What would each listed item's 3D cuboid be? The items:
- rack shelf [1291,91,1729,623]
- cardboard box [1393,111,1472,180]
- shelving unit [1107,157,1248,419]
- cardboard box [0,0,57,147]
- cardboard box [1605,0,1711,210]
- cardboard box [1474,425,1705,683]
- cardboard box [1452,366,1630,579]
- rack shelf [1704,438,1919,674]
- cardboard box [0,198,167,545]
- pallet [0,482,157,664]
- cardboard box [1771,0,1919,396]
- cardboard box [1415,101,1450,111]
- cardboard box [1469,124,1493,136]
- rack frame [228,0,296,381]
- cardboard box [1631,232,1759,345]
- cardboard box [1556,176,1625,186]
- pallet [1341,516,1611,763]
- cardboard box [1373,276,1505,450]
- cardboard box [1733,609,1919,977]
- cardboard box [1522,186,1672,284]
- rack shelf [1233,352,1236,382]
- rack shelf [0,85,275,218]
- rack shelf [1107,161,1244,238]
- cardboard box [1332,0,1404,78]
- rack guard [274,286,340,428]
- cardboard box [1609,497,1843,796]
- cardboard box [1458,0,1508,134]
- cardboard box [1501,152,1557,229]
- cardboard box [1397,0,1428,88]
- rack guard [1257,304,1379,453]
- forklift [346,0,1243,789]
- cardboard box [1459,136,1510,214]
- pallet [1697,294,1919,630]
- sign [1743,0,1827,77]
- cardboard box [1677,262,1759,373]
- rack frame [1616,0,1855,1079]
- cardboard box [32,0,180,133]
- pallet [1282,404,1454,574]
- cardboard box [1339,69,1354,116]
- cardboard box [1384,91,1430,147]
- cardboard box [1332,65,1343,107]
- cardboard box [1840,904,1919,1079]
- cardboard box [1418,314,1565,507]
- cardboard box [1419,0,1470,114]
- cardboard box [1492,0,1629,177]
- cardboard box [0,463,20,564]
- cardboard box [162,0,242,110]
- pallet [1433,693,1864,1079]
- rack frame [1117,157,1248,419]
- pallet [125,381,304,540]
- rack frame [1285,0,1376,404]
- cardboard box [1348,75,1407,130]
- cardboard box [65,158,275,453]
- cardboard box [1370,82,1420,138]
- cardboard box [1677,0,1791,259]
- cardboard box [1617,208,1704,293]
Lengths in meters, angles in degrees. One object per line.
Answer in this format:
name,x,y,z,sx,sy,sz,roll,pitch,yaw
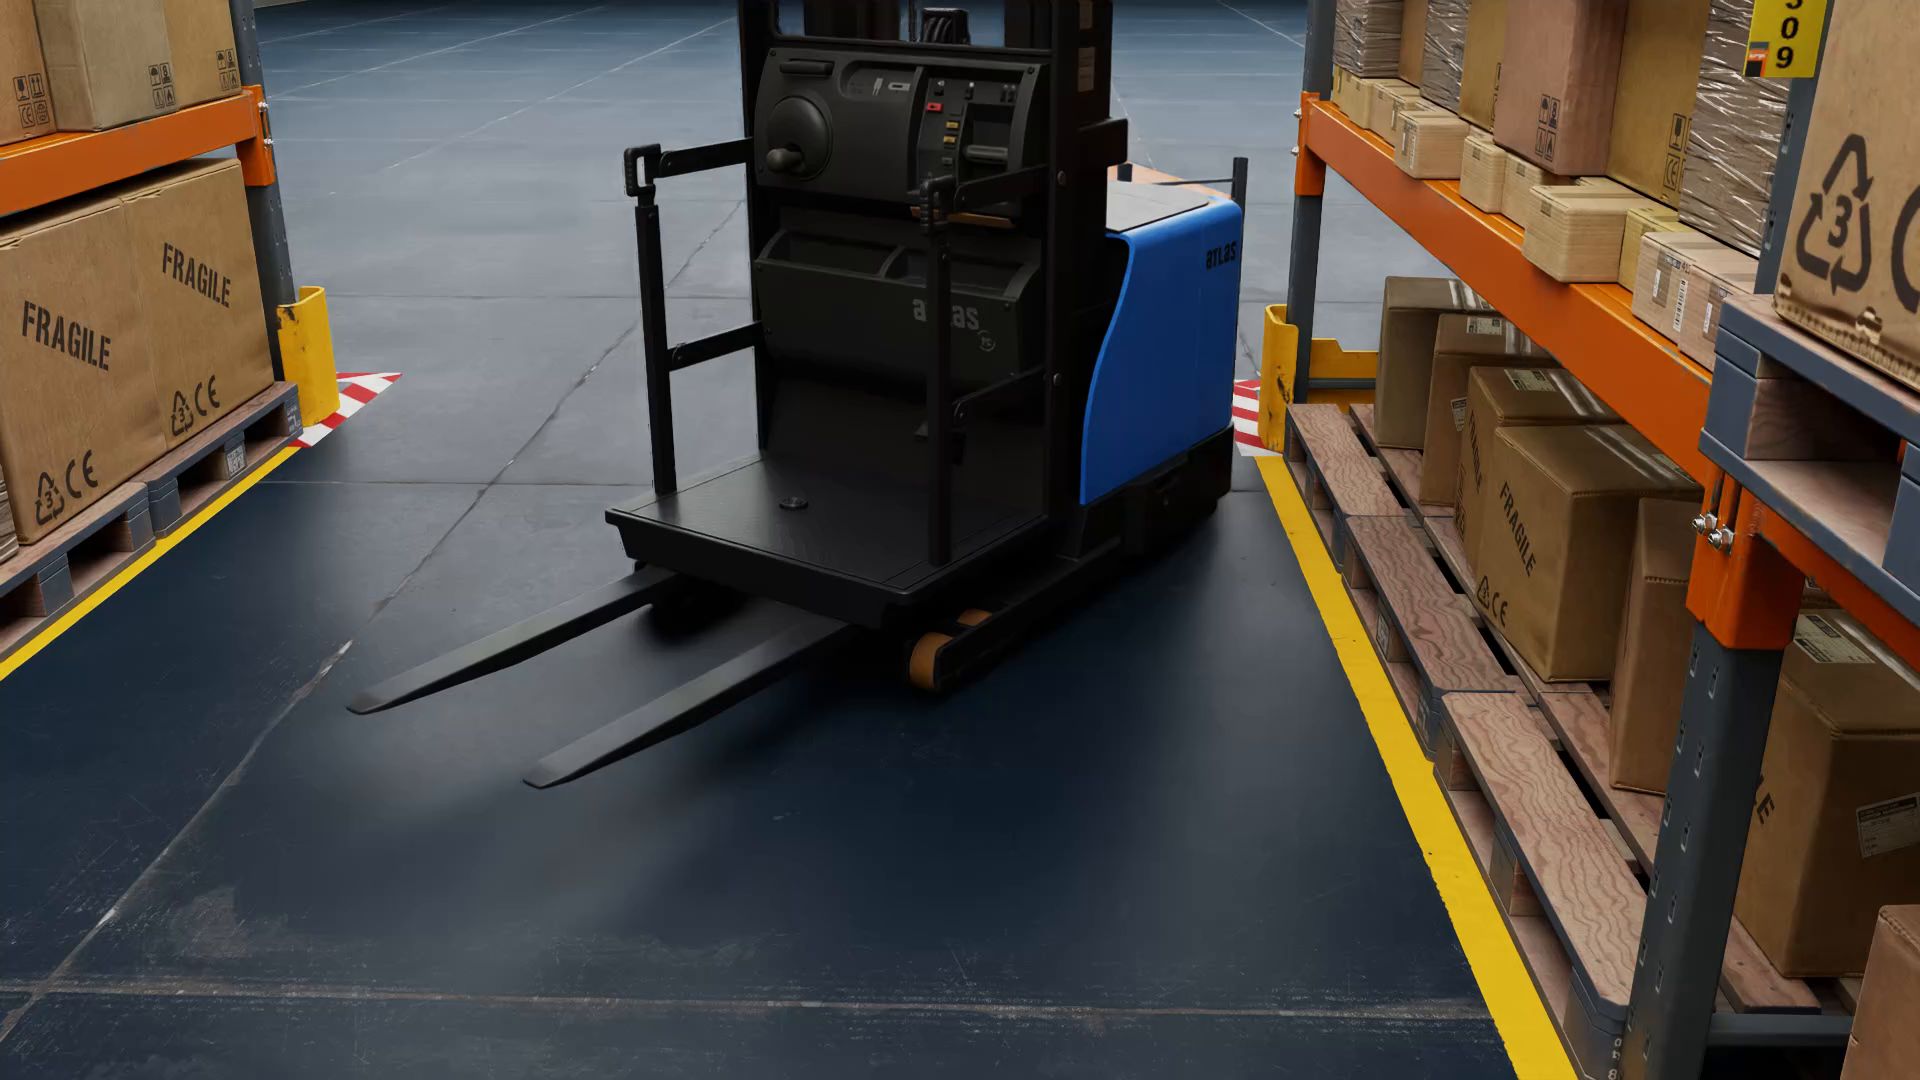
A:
rack shelf,1.713,-0.758,4.331,1.077,0.370,4.000,1,21,2
cardboard box,1.384,-1.058,4.456,0.380,0.149,0.250,1,21,2
shelving unit,0.612,-0.990,6.522,0.538,1.125,1.048,-7,22,-19
cardboard box,-3.284,-1.443,4.894,0.875,0.550,0.550,1,21,2
cardboard box,1.778,-0.898,3.148,0.875,0.500,0.500,1,21,2
cardboard box,1.654,0.022,4.200,0.500,0.500,0.500,-1,21,-3
cardboard box,1.716,-0.179,4.719,0.500,0.500,0.500,3,21,7
rack shelf,1.591,0.688,0.604,1.077,0.370,4.000,1,21,2
cardboard box,-3.160,-0.549,5.154,0.875,0.875,0.875,0,21,1
pallet,-3.167,0.122,4.923,1.003,0.211,1.213,1,21,2
cardboard box,1.488,-0.560,1.417,1.000,1.000,1.000,1,21,2
cardboard box,1.495,-1.147,4.686,0.380,0.149,0.250,1,21,2
cardboard box,1.509,-0.966,4.220,0.380,0.149,0.250,1,21,2
rack frame,-3.181,-1.908,6.300,1.000,3.000,0.127,1,21,2
cardboard box,1.382,-0.425,2.824,0.380,0.149,0.250,1,21,2
cardboard box,1.485,-0.695,3.521,0.380,0.149,0.250,1,21,2
pallet,1.671,0.244,4.608,1.003,0.211,1.213,1,21,2
cardboard box,1.738,-0.622,5.860,0.500,0.500,0.500,5,22,12
cardboard box,1.704,0.455,3.085,0.500,0.500,0.500,0,21,0
cardboard box,1.346,-0.606,3.292,0.380,0.149,0.250,1,21,2
rack shelf,0.610,-0.762,6.610,0.538,0.278,1.000,-7,22,-19
rack shelf,-3.242,-0.849,4.566,1.077,0.370,4.000,1,21,2
rack shelf,0.613,-1.263,6.416,0.538,0.278,1.000,-7,22,-19
cardboard box,1.729,-1.804,5.481,0.875,0.500,0.500,1,21,2
rack guard,-3.180,-0.751,6.774,1.175,0.500,0.348,1,21,2
cardboard box,1.714,0.248,3.619,0.500,0.500,0.500,8,22,19
cardboard box,1.749,-1.261,4.082,0.875,0.500,0.500,1,21,2
cardboard box,1.452,-0.786,3.755,0.380,0.149,0.250,1,21,2
cardboard box,1.834,-1.622,5.012,0.875,0.500,0.500,1,21,2
rack guard,1.771,-0.624,6.446,1.175,0.500,0.348,1,21,2
forklift,-0.310,-1.149,4.438,1.130,2.935,3.031,14,25,32
cardboard box,1.425,-0.877,3.989,0.380,0.149,0.250,1,21,2
pallet,1.483,-0.006,1.664,1.003,0.211,1.213,1,21,2
sign,1.109,-0.777,2.189,0.100,0.325,0.005,1,21,2
cardboard box,1.365,-0.334,2.592,0.380,0.149,0.250,1,21,2
rack frame,1.649,-0.371,2.337,0.949,2.616,0.053,1,21,2
cardboard box,-3.142,-1.644,5.412,0.875,0.550,0.550,1,21,2
pallet,1.711,-0.196,5.742,1.003,0.211,1.213,1,21,2
cardboard box,1.500,-1.509,5.619,0.380,0.149,0.250,1,21,2
cardboard box,1.476,-1.238,4.920,0.380,0.149,0.250,1,21,2
cardboard box,1.527,-1.599,5.851,0.380,0.149,0.250,1,21,2
cardboard box,1.612,0.811,2.138,0.700,0.500,0.500,-1,21,-3
cardboard box,1.754,-0.405,5.302,0.500,0.500,0.500,6,22,16
cardboard box,1.776,-1.441,4.547,0.875,0.500,0.500,1,21,2
cardboard box,1.692,-1.080,3.617,0.875,0.500,0.500,1,21,2
cardboard box,-3.190,-0.220,4.305,0.875,0.875,0.875,1,21,2
cardboard box,-3.147,-1.843,5.925,0.875,0.550,0.550,1,21,2
pallet,1.637,0.686,3.469,1.003,0.211,1.213,1,21,2
rack frame,0.788,-0.817,6.078,0.500,1.125,0.032,-7,22,-19
pallet,-3.127,-0.318,6.057,1.003,0.211,1.213,1,21,2
rack frame,1.774,-1.817,6.065,1.000,3.000,0.127,1,21,2
cardboard box,1.477,-1.419,5.386,0.380,0.149,0.250,1,21,2
cardboard box,-3.136,-0.867,5.974,0.875,0.875,0.875,1,21,2
cardboard box,1.490,-1.328,5.153,0.380,0.149,0.250,1,21,2
cardboard box,1.727,-0.718,2.683,0.875,0.500,0.500,1,21,2
cardboard box,1.449,-0.514,3.055,0.380,0.149,0.250,1,21,2
